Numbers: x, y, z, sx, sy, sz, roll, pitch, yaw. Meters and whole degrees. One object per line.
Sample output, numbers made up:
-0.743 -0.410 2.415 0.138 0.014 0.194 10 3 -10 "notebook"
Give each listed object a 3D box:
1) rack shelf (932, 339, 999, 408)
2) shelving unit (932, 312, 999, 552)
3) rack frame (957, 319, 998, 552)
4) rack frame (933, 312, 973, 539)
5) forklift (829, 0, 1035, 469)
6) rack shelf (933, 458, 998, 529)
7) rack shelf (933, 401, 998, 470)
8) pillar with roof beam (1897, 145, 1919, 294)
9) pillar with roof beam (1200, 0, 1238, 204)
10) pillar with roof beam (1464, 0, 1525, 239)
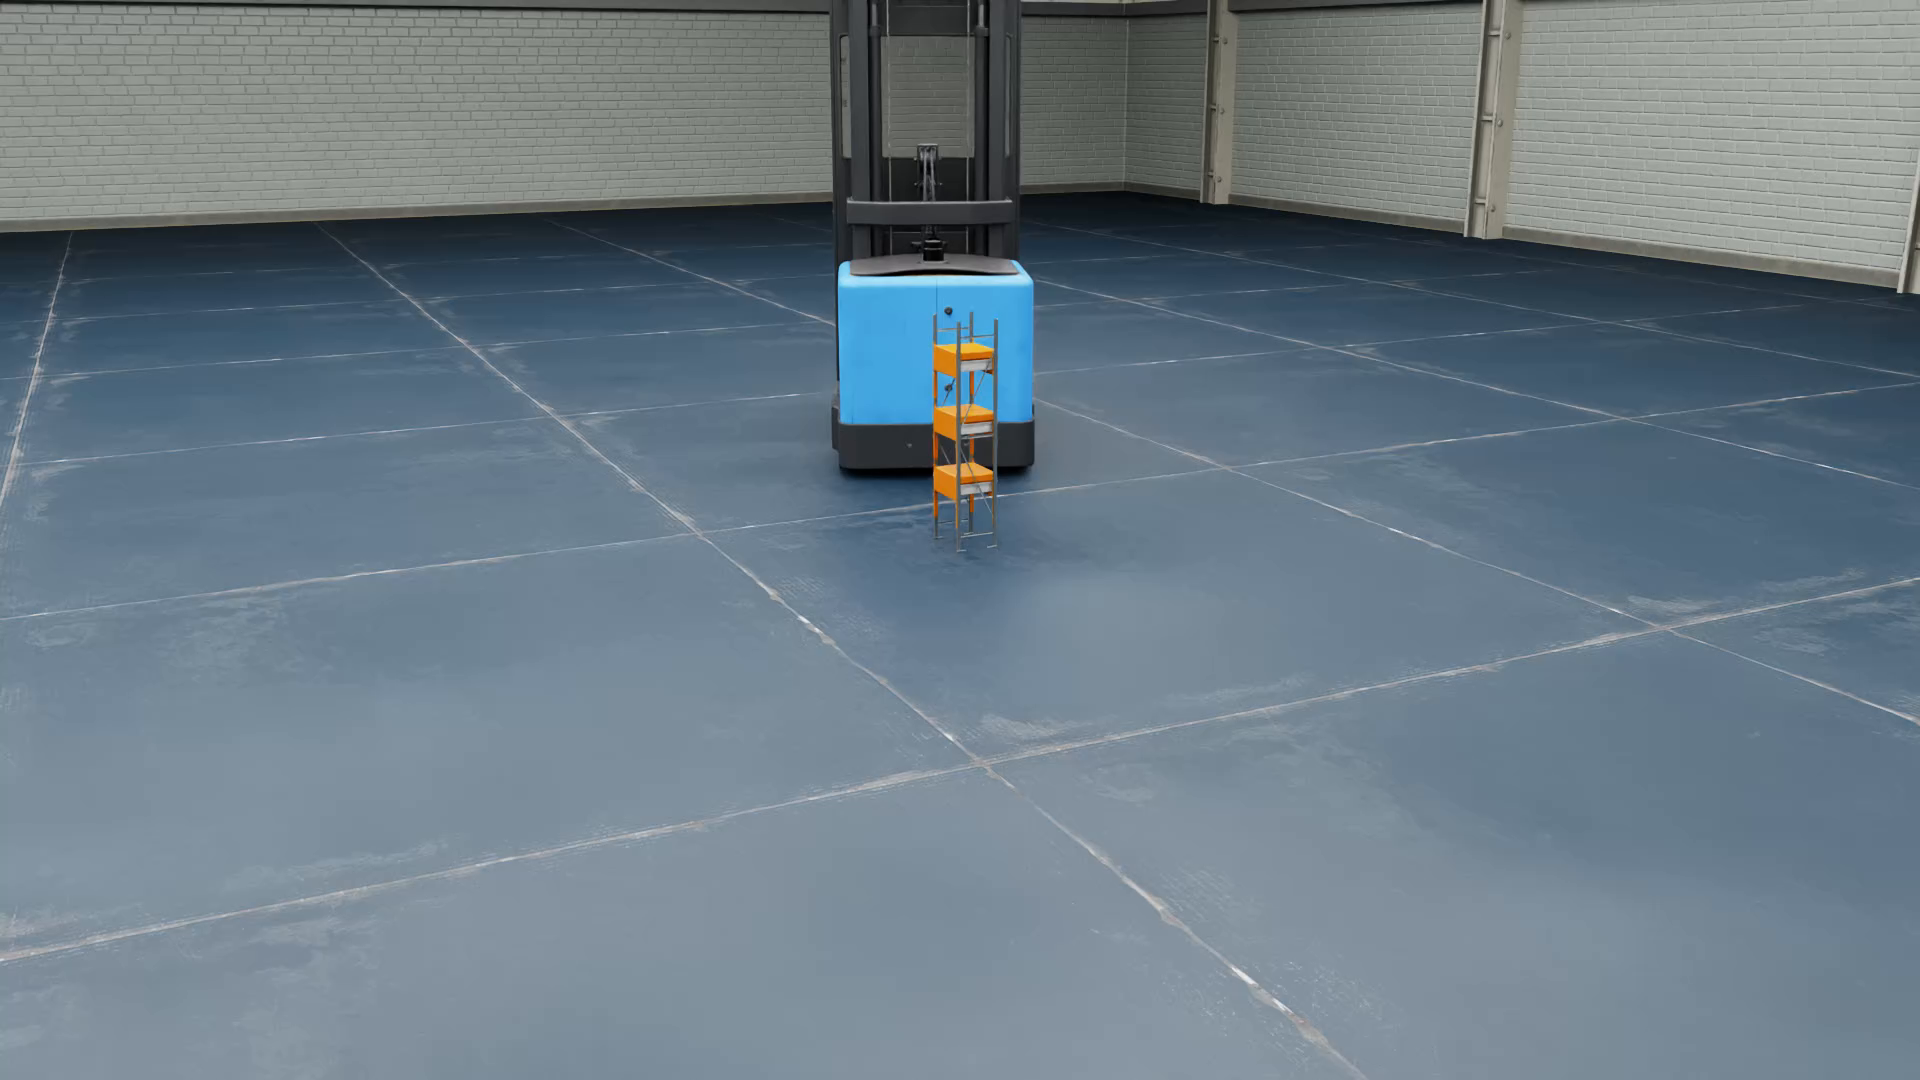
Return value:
0.023 -0.754 7.484 0.215 0.259 0.240 -8 18 -25 "rack shelf"
0.023 -0.491 7.560 0.215 1.050 0.252 -8 18 -25 "shelving unit"
0.077 -0.461 7.454 0.200 1.050 0.008 -8 18 -25 "rack frame"
-0.030 -0.522 7.665 0.200 1.050 0.008 -8 18 -25 "rack frame"
-0.213 -2.139 9.891 1.130 2.935 3.031 -1 16 -3 "forklift"
0.023 -0.214 7.639 0.215 0.259 0.240 -8 18 -25 "rack shelf"
0.023 -0.481 7.563 0.215 0.259 0.240 -8 18 -25 "rack shelf"
5.428 -6.174 12.952 9.100 9.000 0.400 -8 18 -25 "pillar with roof beam"
0.171 -9.150 23.321 9.100 9.000 0.400 -8 18 -25 "pillar with roof beam"
2.800 -7.662 18.137 9.100 9.000 0.400 -8 18 -25 "pillar with roof beam"
